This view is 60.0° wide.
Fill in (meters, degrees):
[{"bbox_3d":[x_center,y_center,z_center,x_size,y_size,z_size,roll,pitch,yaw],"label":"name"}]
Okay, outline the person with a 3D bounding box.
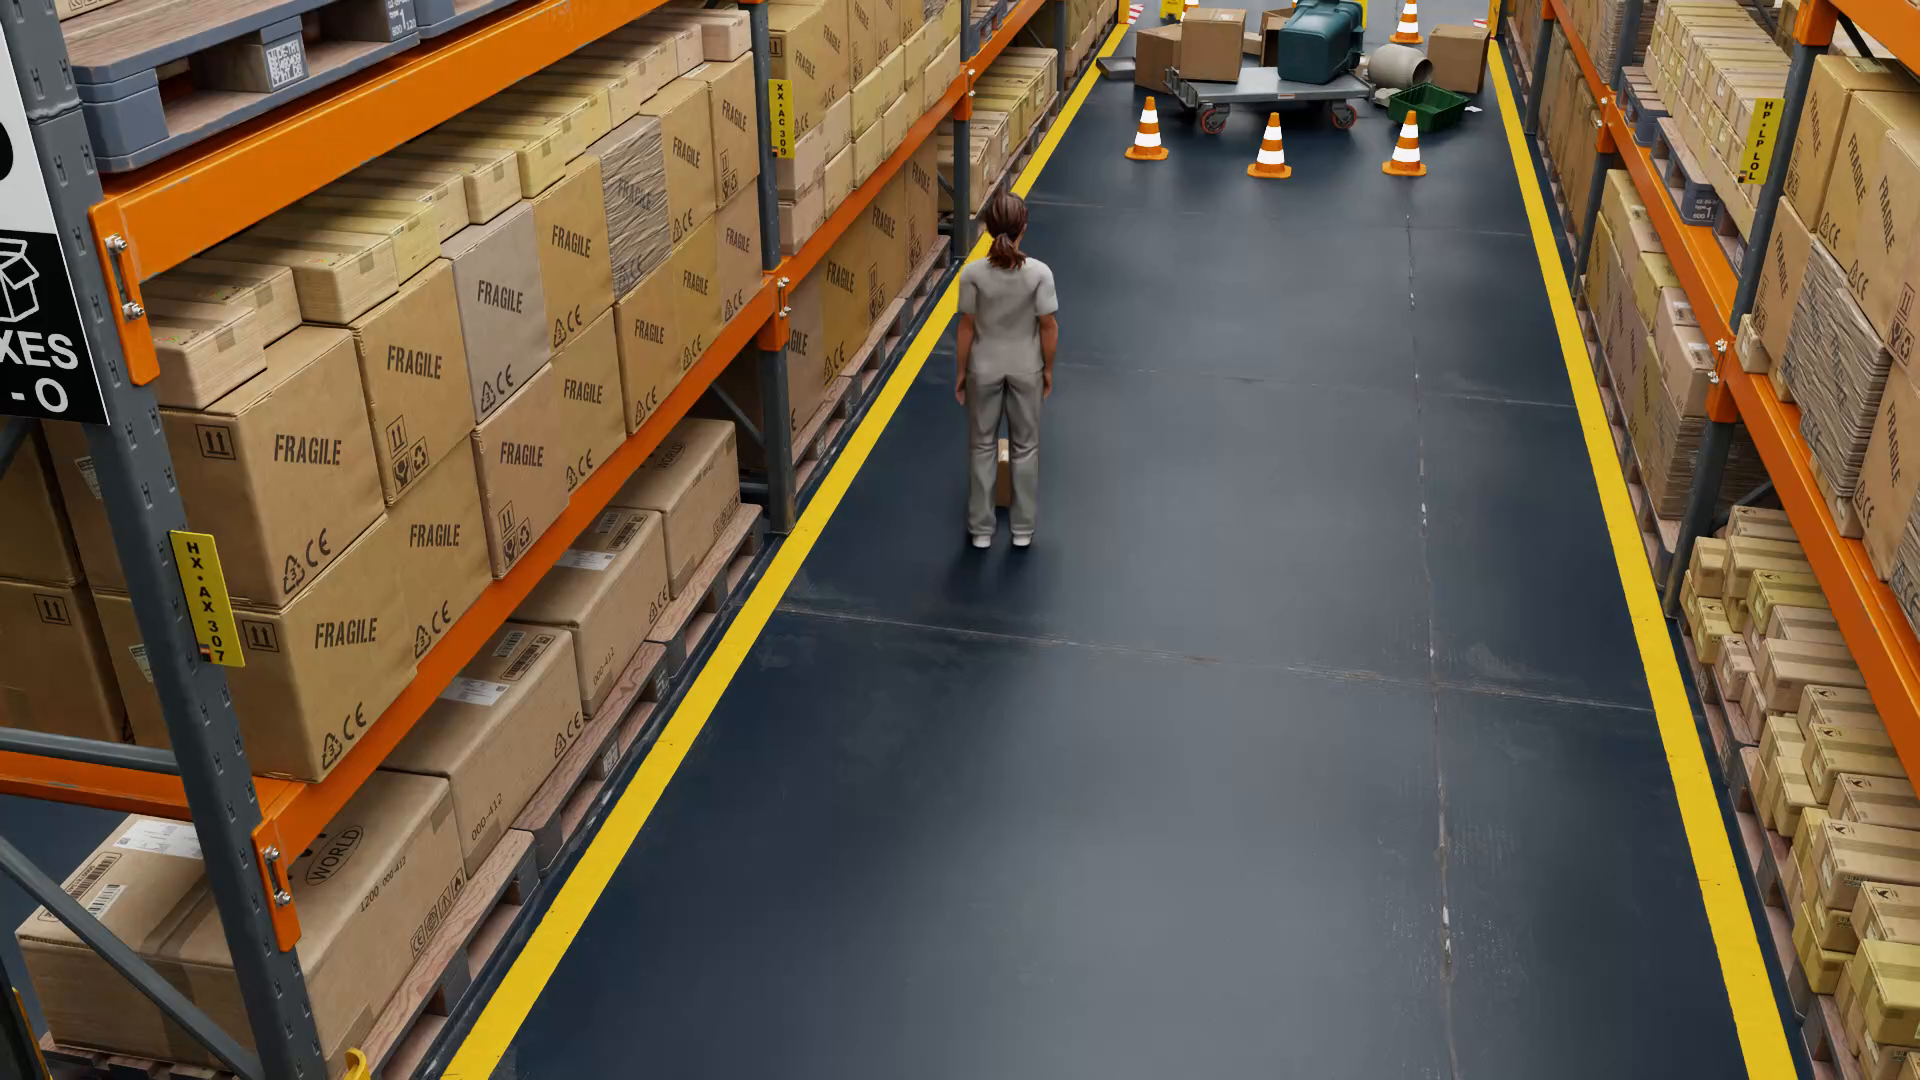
[{"bbox_3d":[0.201,-0.739,7.422,0.450,1.677,0.418,-1,29,-1],"label":"person"}]
